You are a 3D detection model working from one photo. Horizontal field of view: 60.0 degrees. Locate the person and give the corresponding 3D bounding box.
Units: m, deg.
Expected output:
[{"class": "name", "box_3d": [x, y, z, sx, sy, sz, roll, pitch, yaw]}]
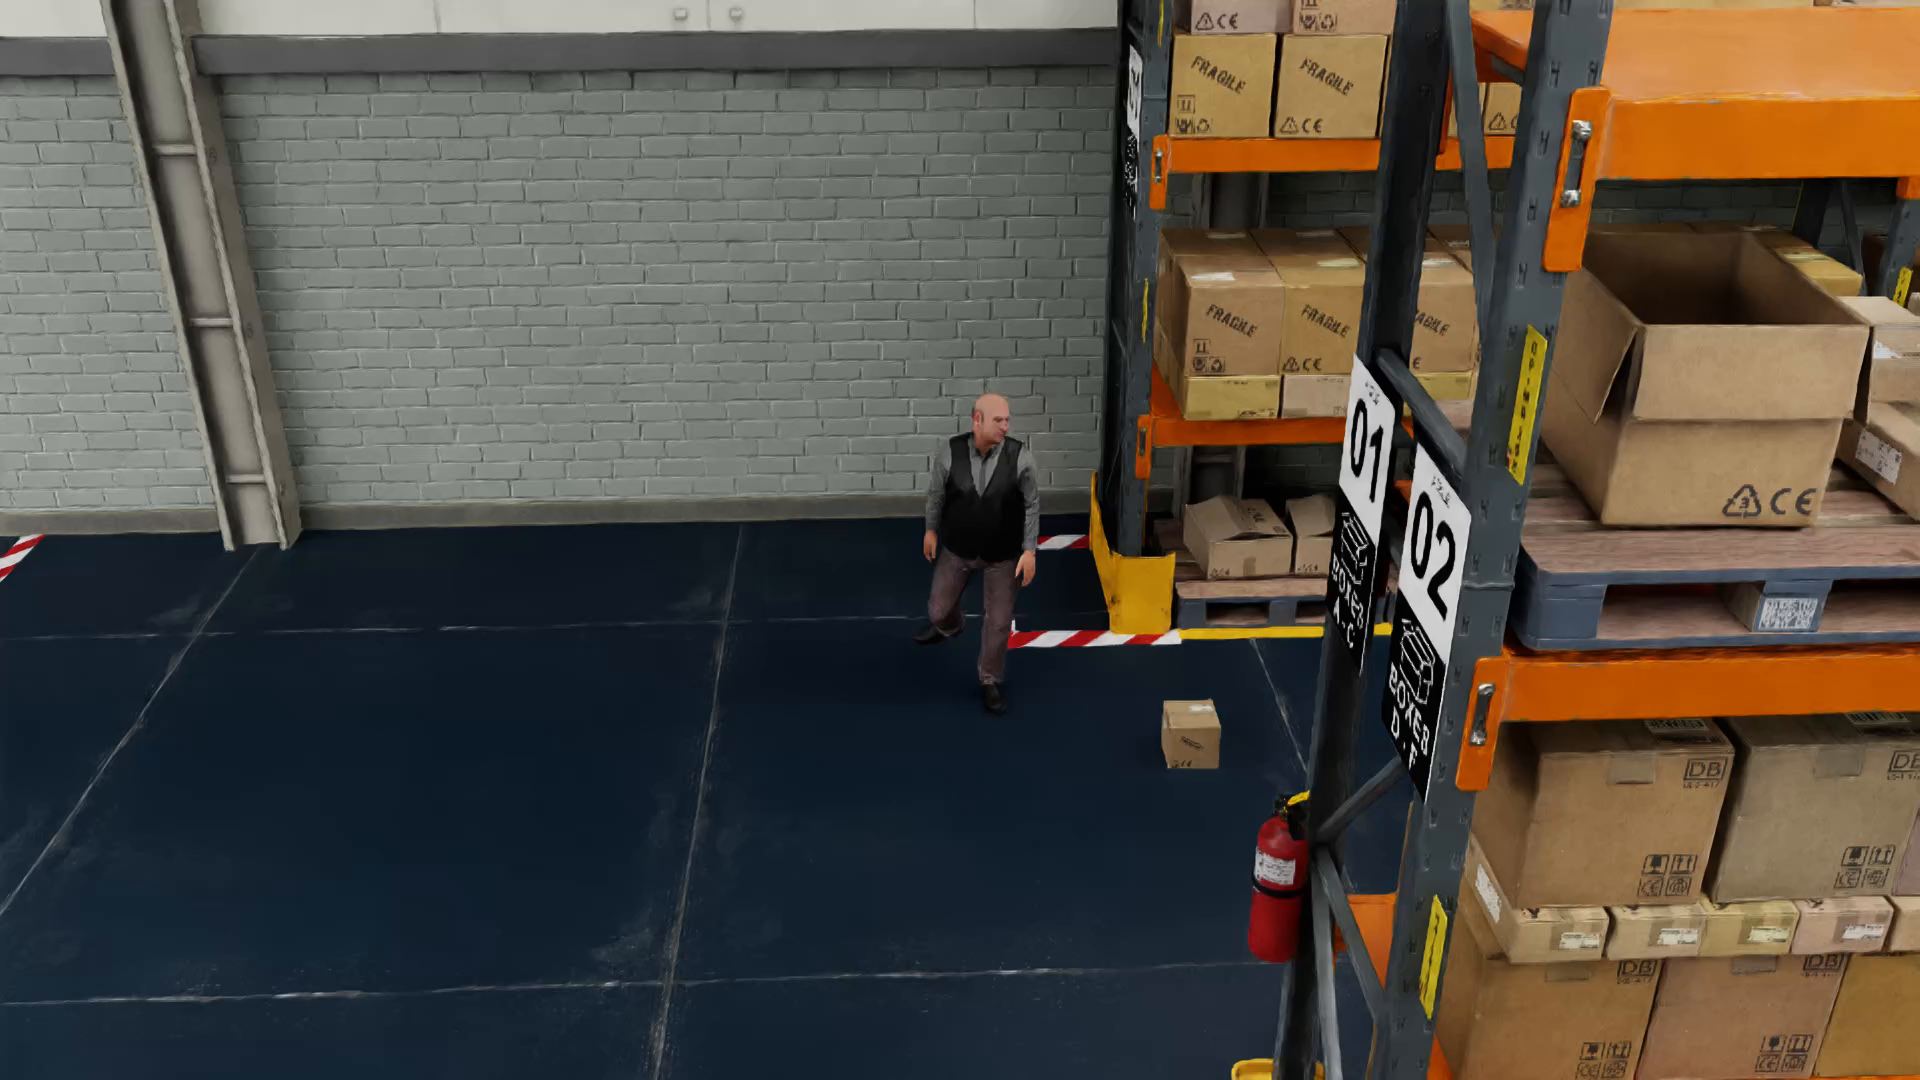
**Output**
[{"class": "person", "box_3d": [0.058, 0.013, 8.627, 0.722, 1.721, 0.612, 4, 28, 8]}]
